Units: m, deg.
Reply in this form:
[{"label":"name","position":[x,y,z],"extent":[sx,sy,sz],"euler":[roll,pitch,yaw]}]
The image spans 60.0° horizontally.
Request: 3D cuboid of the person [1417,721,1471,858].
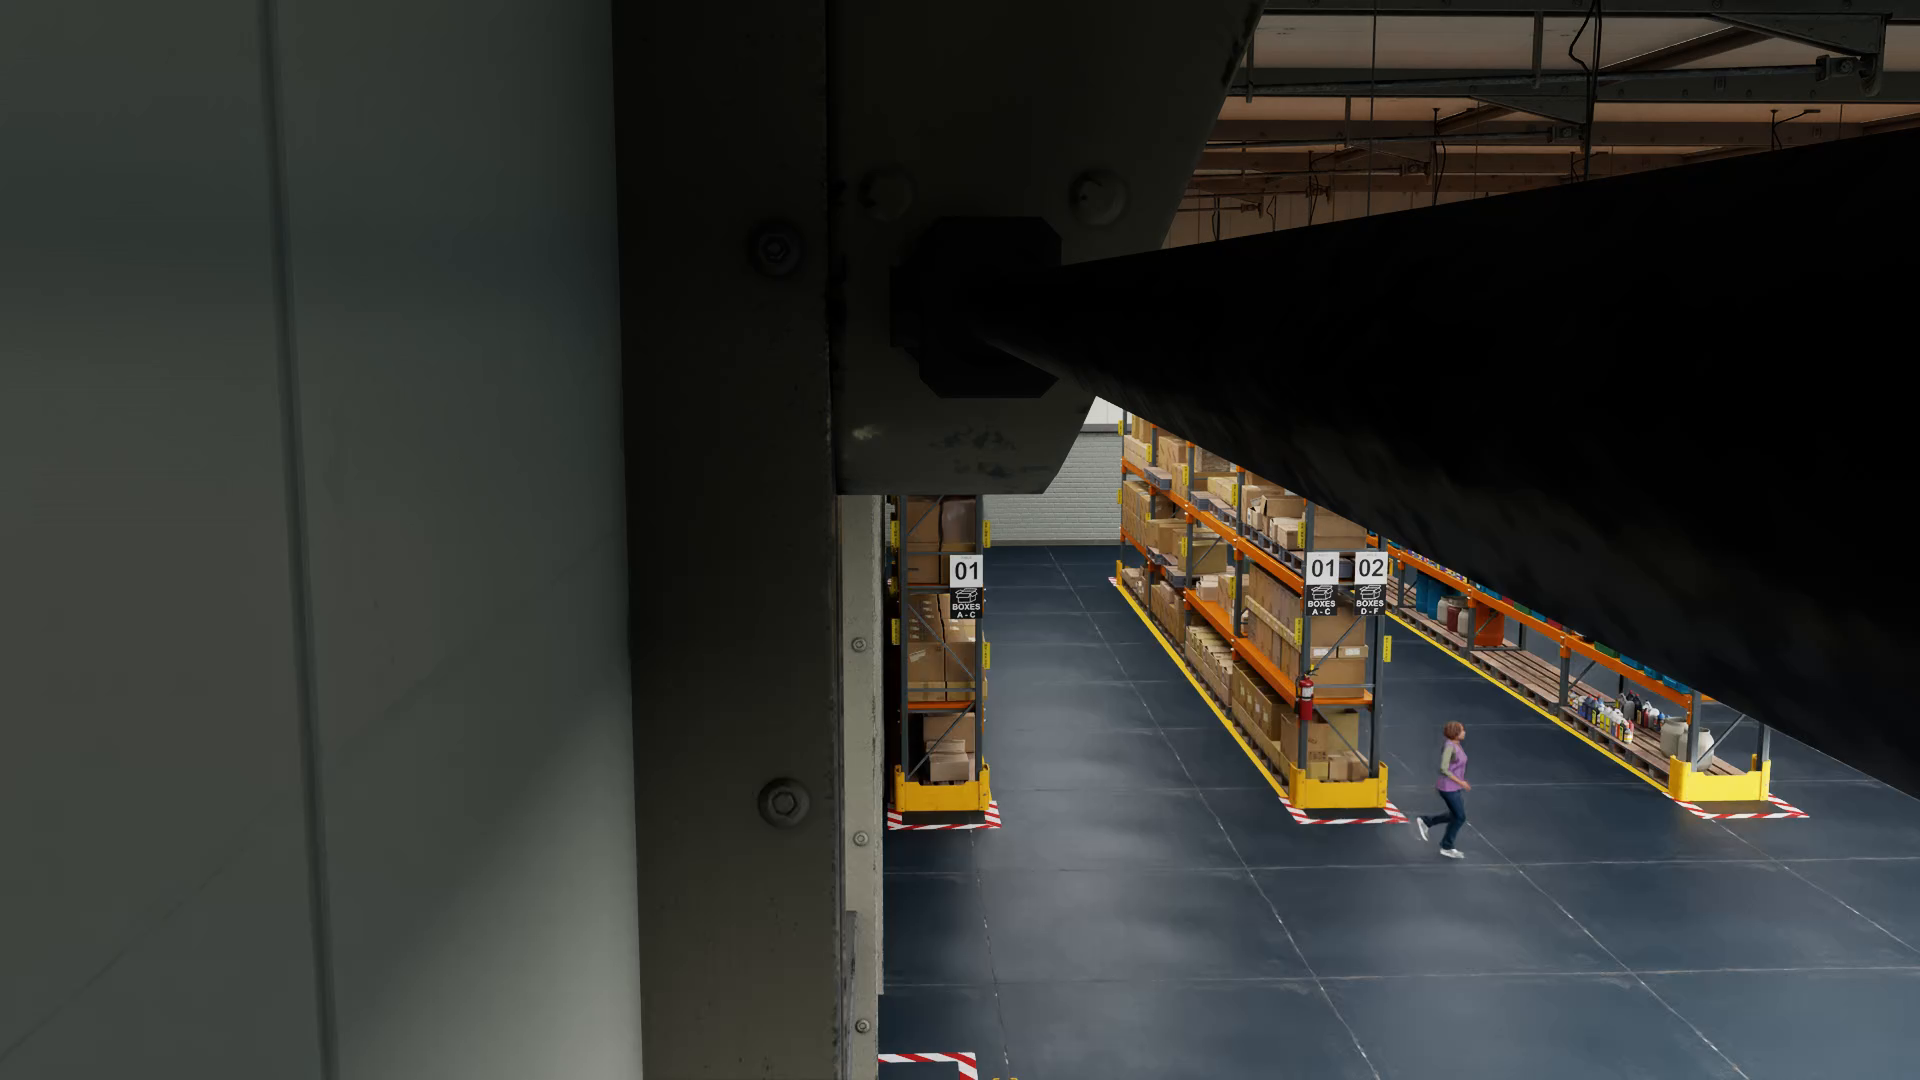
[{"label":"person","position":[5.509,2.812,18.887],"extent":[0.588,1.564,0.581],"euler":[4,9,24]}]
